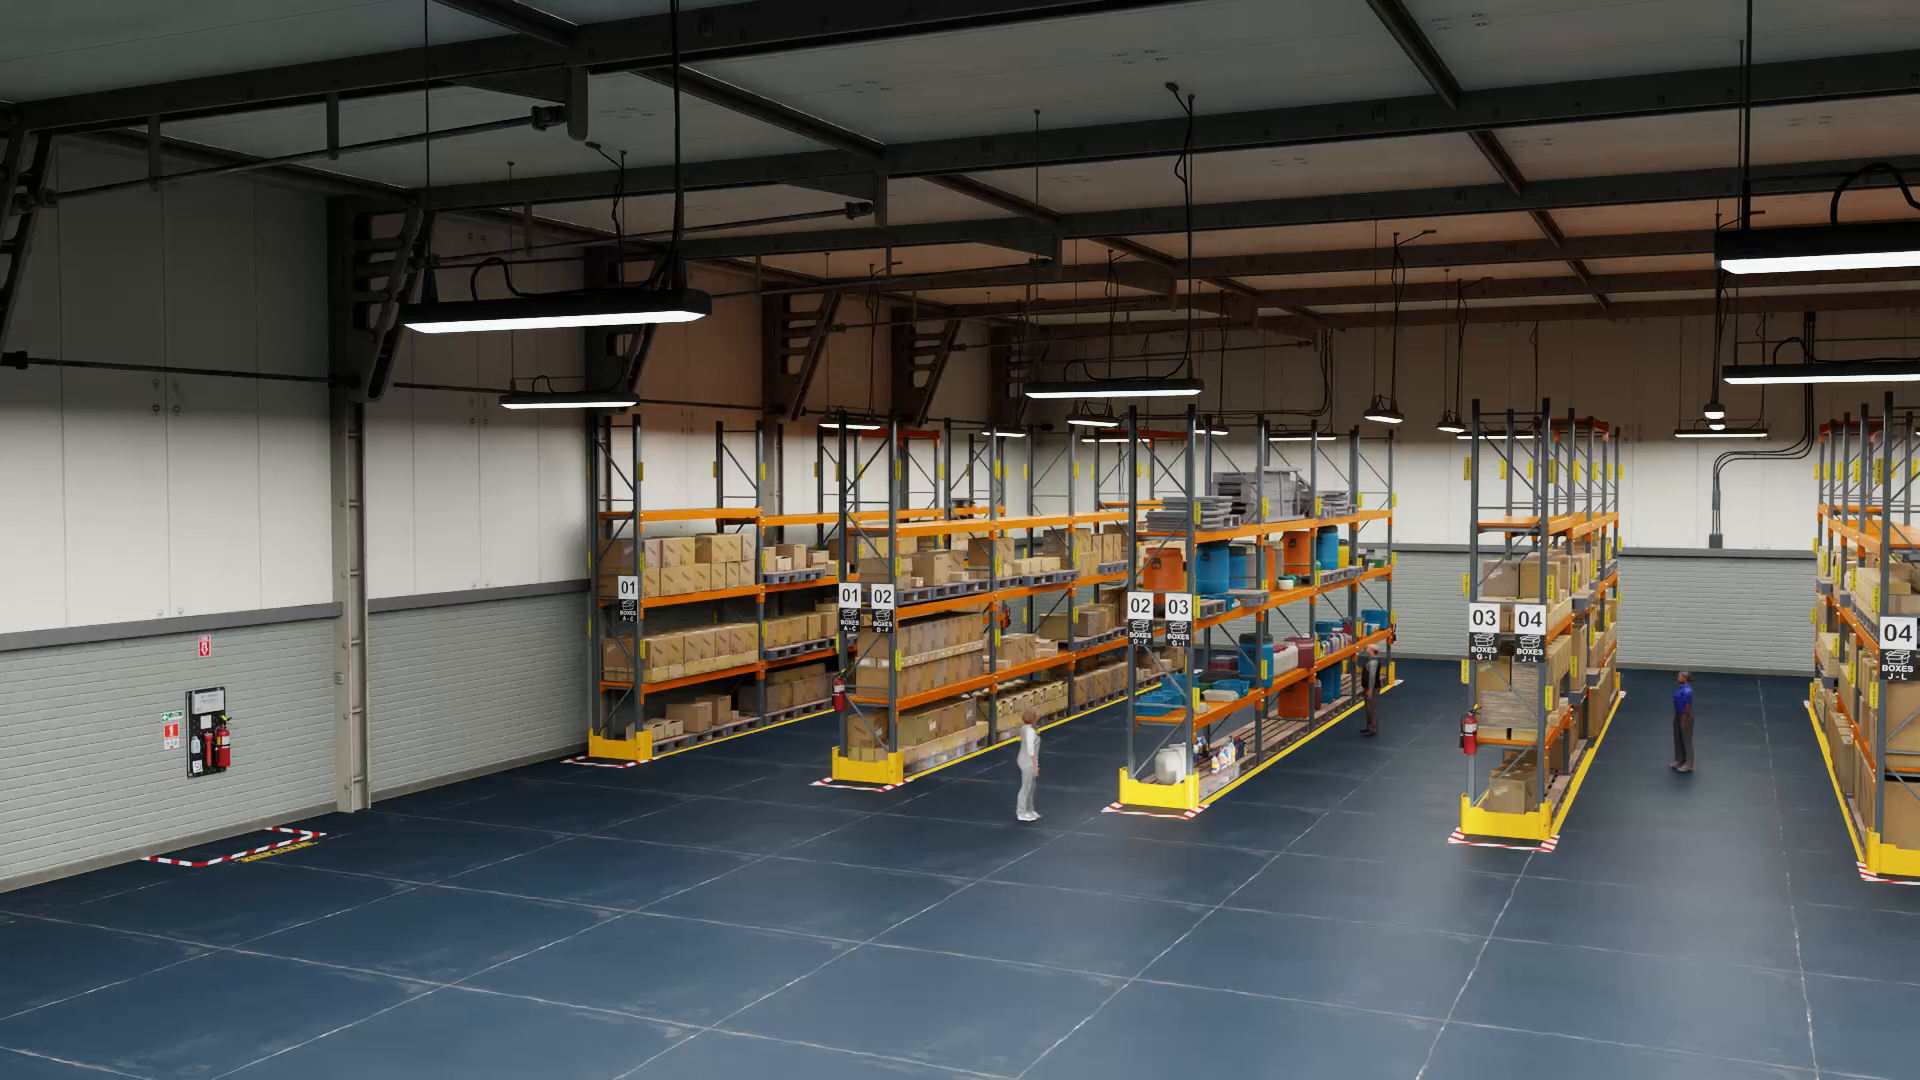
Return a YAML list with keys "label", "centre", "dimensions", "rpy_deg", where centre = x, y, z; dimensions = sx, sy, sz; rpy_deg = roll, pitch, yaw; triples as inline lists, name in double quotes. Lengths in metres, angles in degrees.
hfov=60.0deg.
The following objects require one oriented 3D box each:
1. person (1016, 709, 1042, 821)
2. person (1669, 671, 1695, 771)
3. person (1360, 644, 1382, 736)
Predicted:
- label: "person"
  centre: [1.006, 3.244, 23.875]
  dimensions: [0.407, 1.622, 0.524]
  rpy_deg: [0, 2, -6]
- label: "person"
  centre: [12.124, 3.019, 27.899]
  dimensions: [0.335, 1.666, 0.478]
  rpy_deg: [0, 2, -2]
- label: "person"
  centre: [7.809, 2.836, 31.576]
  dimensions: [0.403, 1.728, 0.572]
  rpy_deg: [0, 2, 4]
